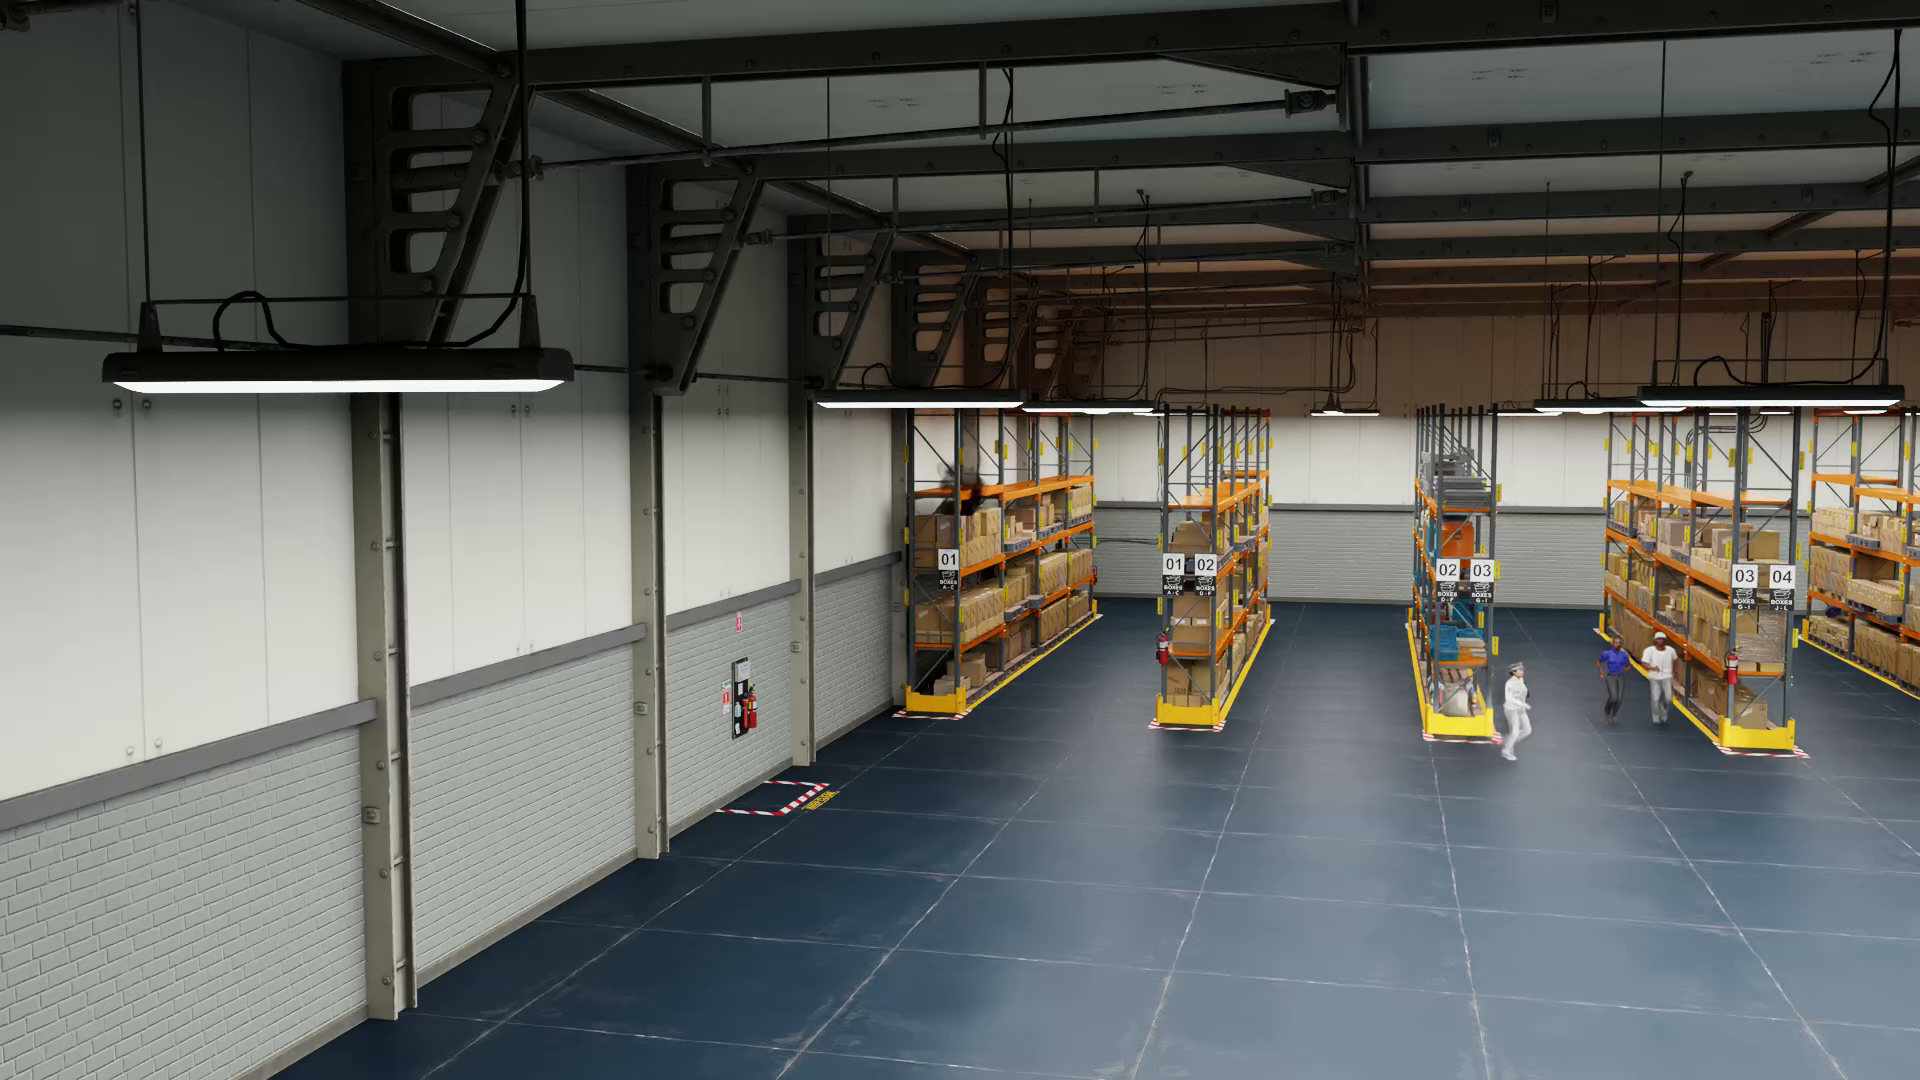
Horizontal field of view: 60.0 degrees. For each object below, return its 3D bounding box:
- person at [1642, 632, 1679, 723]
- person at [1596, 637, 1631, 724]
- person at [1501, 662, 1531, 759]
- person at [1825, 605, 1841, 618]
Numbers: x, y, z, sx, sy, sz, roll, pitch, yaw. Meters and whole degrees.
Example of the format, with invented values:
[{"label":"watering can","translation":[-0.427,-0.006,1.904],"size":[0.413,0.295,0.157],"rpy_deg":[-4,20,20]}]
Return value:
[{"label":"person","translation":[13.120,2.580,31.118],"size":[0.684,1.725,0.626],"rpy_deg":[1,4,12]},{"label":"person","translation":[12.257,2.633,31.104],"size":[0.552,1.627,0.647],"rpy_deg":[0,4,2]},{"label":"person","translation":[9.381,2.858,27.929],"size":[0.635,1.657,0.553],"rpy_deg":[-4,6,-42]},{"label":"person","translation":[23.236,1.709,44.122],"size":[0.685,1.656,0.580],"rpy_deg":[1,4,11]}]
